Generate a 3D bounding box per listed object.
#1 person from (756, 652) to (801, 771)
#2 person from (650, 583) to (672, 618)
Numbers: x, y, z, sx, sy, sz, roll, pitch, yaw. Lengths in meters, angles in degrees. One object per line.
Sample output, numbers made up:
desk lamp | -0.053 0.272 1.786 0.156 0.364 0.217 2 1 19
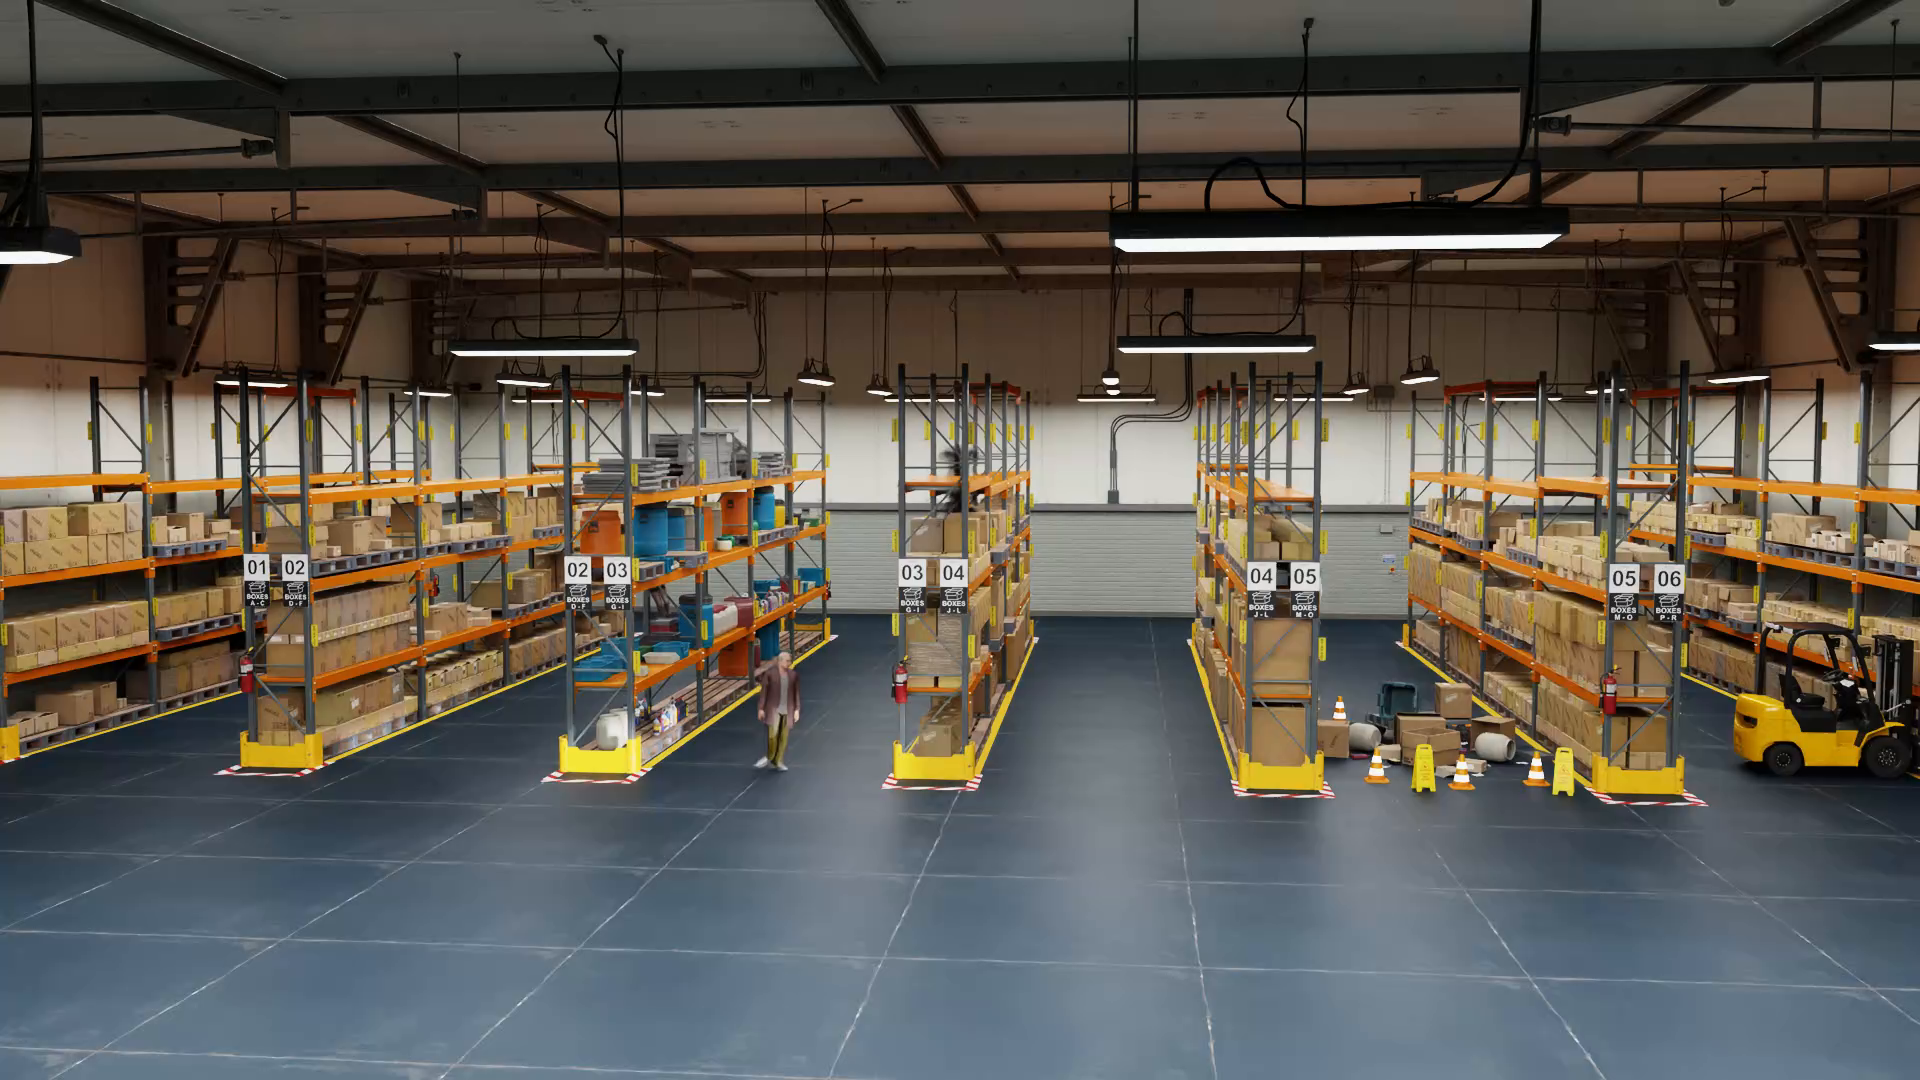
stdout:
person | -2.663 2.529 24.505 0.662 1.766 0.515 -2 4 -23
person | -8.017 1.344 44.177 0.770 1.682 0.658 -1 4 -21
